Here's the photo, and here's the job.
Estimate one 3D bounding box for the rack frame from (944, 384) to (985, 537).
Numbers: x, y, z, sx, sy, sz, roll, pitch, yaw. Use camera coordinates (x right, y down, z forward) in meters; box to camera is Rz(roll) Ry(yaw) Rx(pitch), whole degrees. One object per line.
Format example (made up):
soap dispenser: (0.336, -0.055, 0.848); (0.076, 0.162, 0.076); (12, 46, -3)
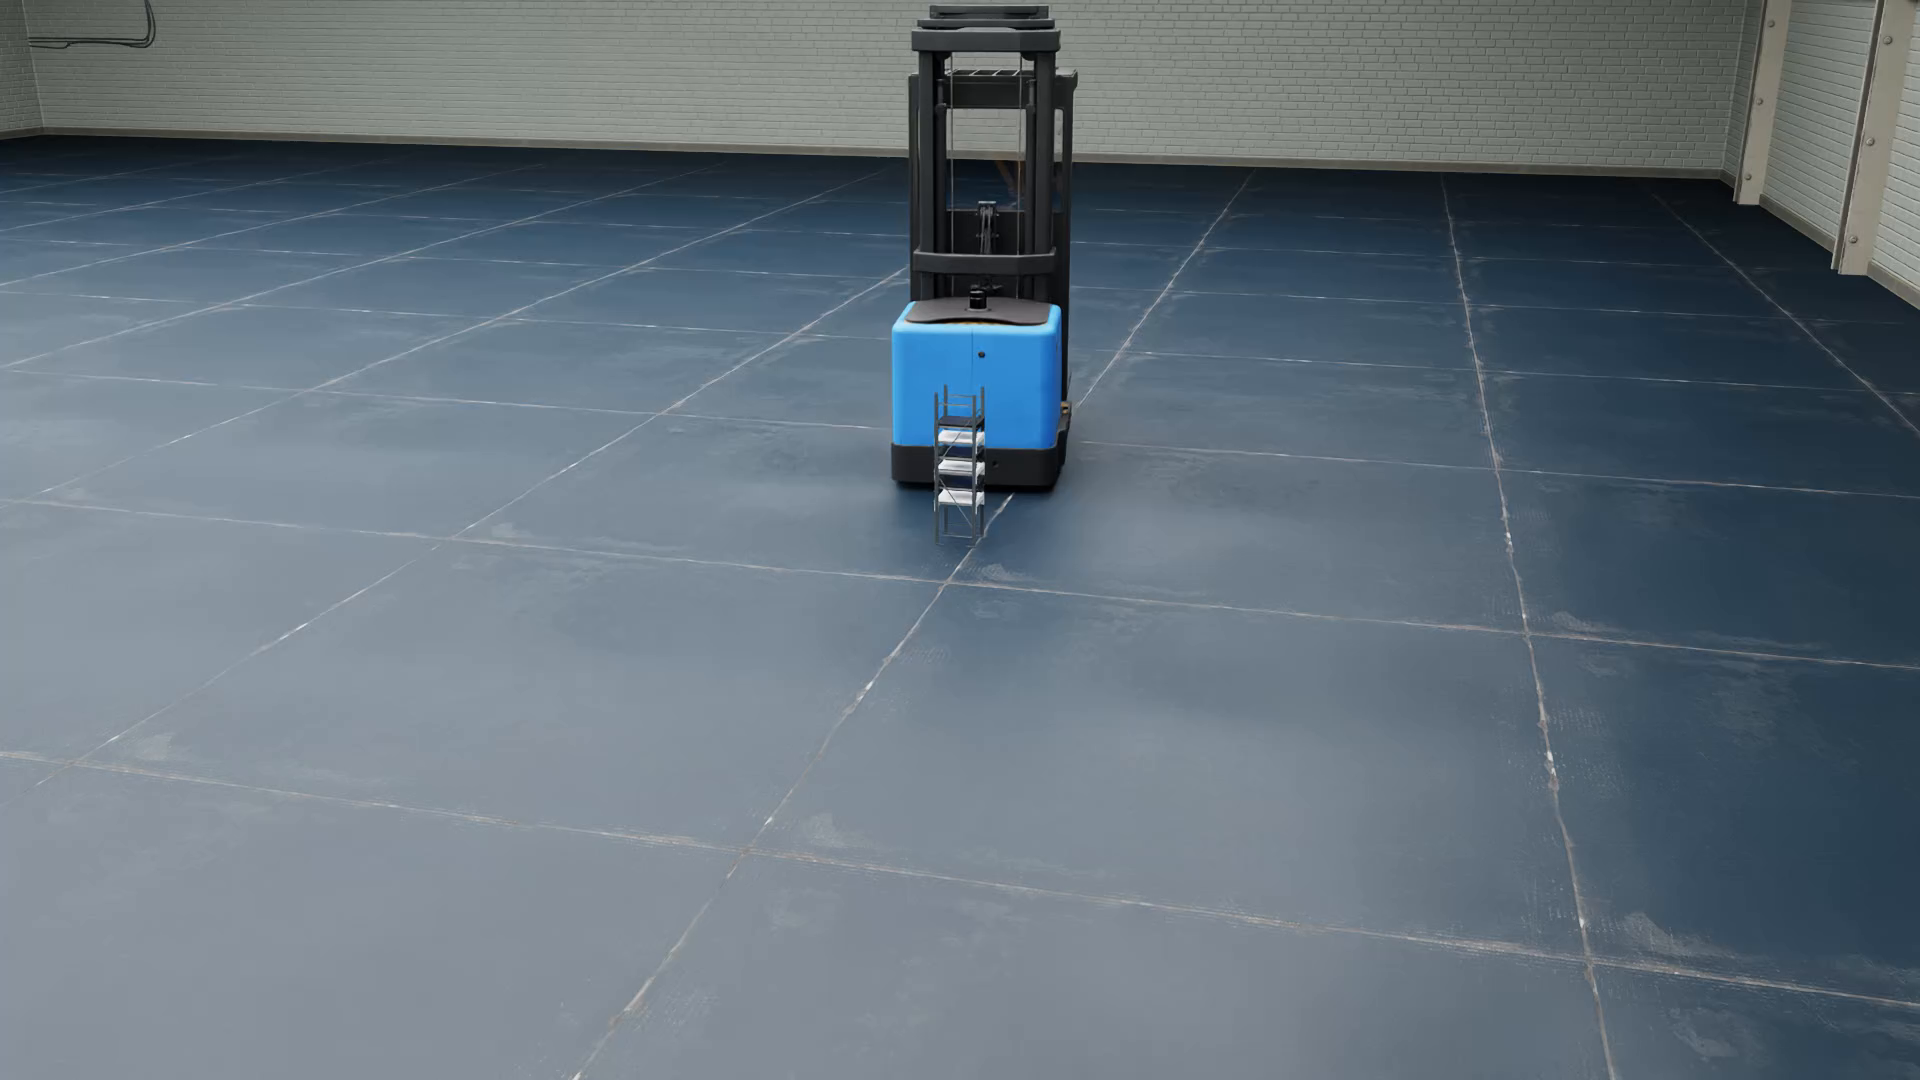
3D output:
rack frame: (0.023, -0.455, 9.628); (0.240, 0.900, 0.006); (5, 19, 13)

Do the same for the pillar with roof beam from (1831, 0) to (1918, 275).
pillar with roof beam: (5.652, -7.559, 17.897); (9.100, 9.000, 0.400); (5, 19, 13)

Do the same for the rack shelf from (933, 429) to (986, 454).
rack shelf: (-0.002, -0.562, 9.487); (0.258, 0.077, 0.200); (5, 19, 13)

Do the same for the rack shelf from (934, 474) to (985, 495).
rack shelf: (-0.002, -0.307, 9.575); (0.258, 0.077, 0.200); (5, 19, 13)

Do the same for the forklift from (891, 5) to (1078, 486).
forklift: (0.228, -2.158, 11.472); (1.130, 2.935, 3.031); (2, 19, 6)

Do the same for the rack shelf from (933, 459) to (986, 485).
rack shelf: (-0.002, -0.392, 9.545); (0.258, 0.077, 0.200); (5, 19, 13)

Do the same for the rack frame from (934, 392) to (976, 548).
rack frame: (-0.027, -0.391, 9.441); (0.240, 0.900, 0.006); (5, 19, 13)

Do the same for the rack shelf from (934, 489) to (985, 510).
rack shelf: (-0.002, -0.221, 9.604); (0.258, 0.077, 0.200); (5, 19, 13)

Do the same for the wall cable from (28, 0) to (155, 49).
wall cable: (-17.251, -10.937, 32.590); (3.097, 2.526, 0.112); (5, 19, 13)

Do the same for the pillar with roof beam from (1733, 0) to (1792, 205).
pillar with roof beam: (7.118, -9.440, 23.403); (9.100, 9.000, 0.400); (5, 19, 13)

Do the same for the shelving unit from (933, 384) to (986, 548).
shelving unit: (-0.002, -0.423, 9.535); (0.258, 0.900, 0.210); (5, 19, 13)

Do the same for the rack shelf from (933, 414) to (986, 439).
rack shelf: (-0.002, -0.647, 9.458); (0.258, 0.077, 0.200); (5, 19, 13)

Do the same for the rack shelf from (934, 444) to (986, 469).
rack shelf: (-0.002, -0.477, 9.516); (0.258, 0.077, 0.200); (5, 19, 13)
